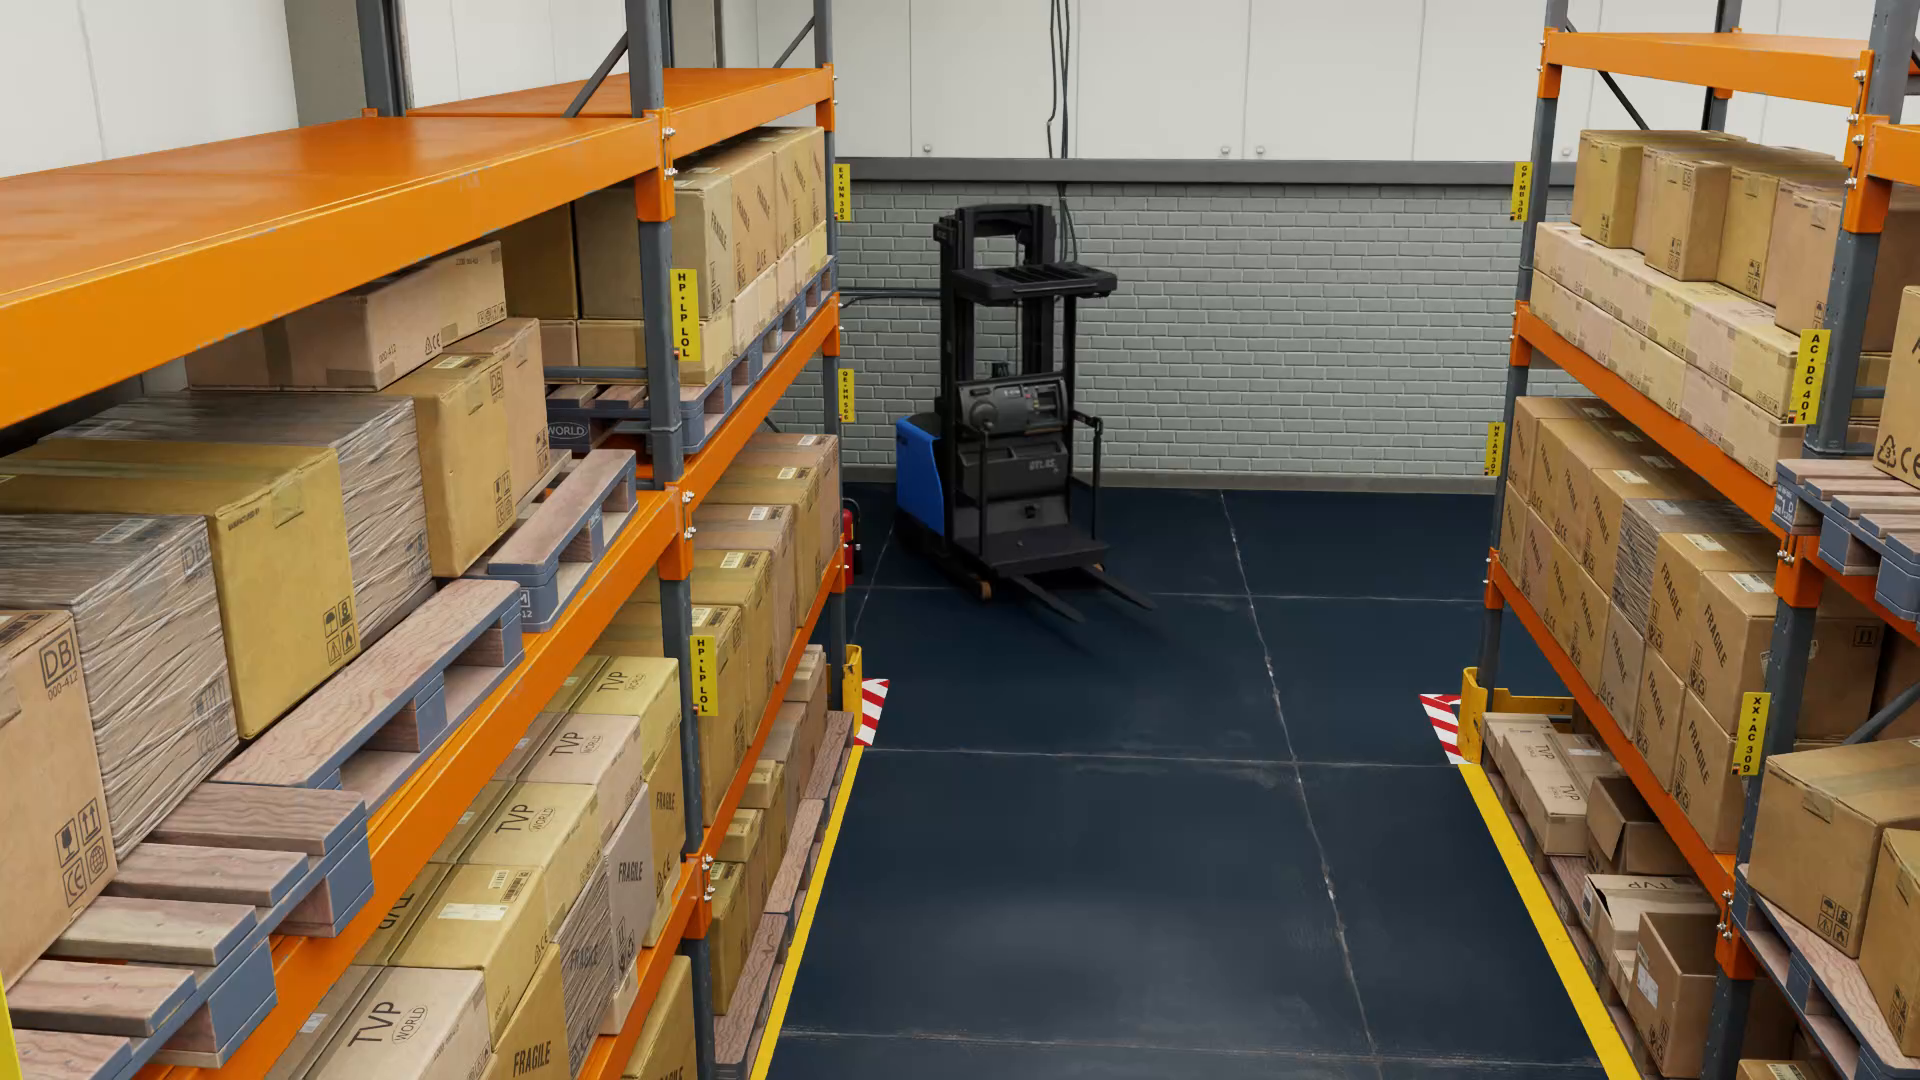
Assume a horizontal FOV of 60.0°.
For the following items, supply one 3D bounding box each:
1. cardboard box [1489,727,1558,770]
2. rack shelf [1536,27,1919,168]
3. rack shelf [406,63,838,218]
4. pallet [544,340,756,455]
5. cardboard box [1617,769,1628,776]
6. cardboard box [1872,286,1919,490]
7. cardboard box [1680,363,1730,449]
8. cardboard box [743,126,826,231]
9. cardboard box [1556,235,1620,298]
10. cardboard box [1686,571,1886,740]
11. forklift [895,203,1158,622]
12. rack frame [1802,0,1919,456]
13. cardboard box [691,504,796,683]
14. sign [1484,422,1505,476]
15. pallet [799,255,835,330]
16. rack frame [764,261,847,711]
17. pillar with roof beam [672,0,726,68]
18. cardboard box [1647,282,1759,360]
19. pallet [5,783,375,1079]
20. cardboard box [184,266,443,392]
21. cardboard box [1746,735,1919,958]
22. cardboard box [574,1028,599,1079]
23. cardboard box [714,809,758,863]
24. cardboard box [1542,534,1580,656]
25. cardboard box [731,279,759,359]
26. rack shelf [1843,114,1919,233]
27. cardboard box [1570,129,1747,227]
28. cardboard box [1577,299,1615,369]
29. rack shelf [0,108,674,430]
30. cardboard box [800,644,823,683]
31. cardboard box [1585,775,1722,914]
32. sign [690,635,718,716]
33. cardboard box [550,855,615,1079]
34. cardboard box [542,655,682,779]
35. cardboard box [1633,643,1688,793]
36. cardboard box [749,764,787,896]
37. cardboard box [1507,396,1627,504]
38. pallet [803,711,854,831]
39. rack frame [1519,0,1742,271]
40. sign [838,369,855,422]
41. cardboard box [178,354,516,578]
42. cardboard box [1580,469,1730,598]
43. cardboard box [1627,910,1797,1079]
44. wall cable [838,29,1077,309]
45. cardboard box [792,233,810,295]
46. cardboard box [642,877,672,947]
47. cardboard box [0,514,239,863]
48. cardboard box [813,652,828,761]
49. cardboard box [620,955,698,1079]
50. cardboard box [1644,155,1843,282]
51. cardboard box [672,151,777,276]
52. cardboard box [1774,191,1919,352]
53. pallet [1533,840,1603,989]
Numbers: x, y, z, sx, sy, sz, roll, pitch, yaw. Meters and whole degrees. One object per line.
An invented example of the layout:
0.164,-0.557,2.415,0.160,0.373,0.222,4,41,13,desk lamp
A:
3.322,1.223,9.716,0.380,0.166,0.250,1,18,4,cardboard box
3.570,-2.000,7.236,1.077,0.370,4.000,1,18,4,rack shelf
-1.371,-1.921,7.632,1.077,0.370,4.000,1,18,4,rack shelf
-1.446,-0.618,6.818,1.003,0.211,1.213,1,18,4,pallet
3.822,1.452,8.883,0.500,0.250,0.500,1,18,4,cardboard box
3.317,-0.437,5.126,0.600,0.600,0.600,0,18,-1,cardboard box
3.242,-0.538,6.671,0.500,0.250,0.500,1,18,4,cardboard box
-1.008,-1.948,8.934,0.500,0.500,0.500,1,18,4,cardboard box
3.374,-1.397,8.489,0.500,0.250,0.500,1,18,4,cardboard box
3.204,0.443,6.488,0.500,0.500,0.500,1,18,4,cardboard box
0.514,-1.066,12.970,1.130,2.935,3.031,-8,20,-23,forklift
3.426,-1.722,5.228,1.000,3.000,0.127,1,18,4,rack frame
-1.360,0.256,8.344,0.980,0.700,0.700,0,18,1,cardboard box
3.172,-0.537,9.855,0.100,0.325,0.005,1,18,4,sign
-1.271,-1.376,9.130,1.003,0.211,1.213,1,18,4,pallet
-1.228,-0.223,10.287,1.000,3.000,0.127,1,18,4,rack frame
2.397,-3.836,11.678,9.100,9.000,0.400,1,18,4,pillar with roof beam
3.268,-0.931,7.067,0.500,0.250,0.500,1,18,4,cardboard box
-1.808,0.724,2.881,1.213,0.211,1.003,2,18,6,pallet
-1.733,-0.577,4.479,0.500,0.250,0.500,1,18,2,cardboard box
3.169,1.023,5.647,0.700,0.500,0.500,-5,19,-15,cardboard box
-1.359,1.556,5.227,0.380,0.149,0.250,1,18,4,cardboard box
-1.152,1.367,7.733,0.380,0.149,0.250,2,18,6,cardboard box
3.348,0.287,8.570,0.500,0.500,0.500,1,18,4,cardboard box
-1.152,-0.949,7.090,0.500,0.250,0.500,1,18,3,cardboard box
3.283,-0.569,3.507,1.077,0.370,4.000,1,18,4,rack shelf
3.693,-1.902,8.827,0.700,0.500,0.500,1,18,4,cardboard box
3.340,-1.004,8.093,0.500,0.250,0.500,1,18,4,cardboard box
-1.658,-0.679,3.840,1.077,0.370,4.000,1,18,4,rack shelf
-1.006,0.720,9.706,0.380,0.149,0.250,1,18,3,cardboard box
3.556,1.522,8.263,0.797,0.503,0.637,1,18,4,cardboard box
-0.973,0.515,6.300,0.100,0.325,0.005,1,18,4,sign
-1.368,1.284,5.016,0.500,0.500,0.500,1,18,4,cardboard box
-1.293,0.615,5.854,0.500,0.250,0.500,2,18,5,cardboard box
3.242,0.760,7.127,0.500,0.500,0.500,2,18,5,cardboard box
-1.281,1.462,8.484,0.700,0.500,0.500,2,18,5,cardboard box
3.418,-0.505,9.380,0.500,0.500,0.500,2,18,6,cardboard box
-1.207,1.352,9.958,1.003,0.211,1.213,1,18,4,pallet
3.713,-2.965,9.019,1.000,3.000,0.127,1,18,4,rack frame
-0.688,-0.870,10.020,0.100,0.325,0.005,1,18,4,sign
-1.663,-0.218,4.586,0.700,0.500,0.500,1,18,3,cardboard box
3.312,-0.029,7.928,0.500,0.500,0.500,1,18,3,cardboard box
3.184,1.924,7.042,0.500,0.500,0.500,1,18,4,cardboard box
-0.466,-3.347,15.173,3.097,2.526,0.112,1,18,4,wall cable
-1.052,-1.430,8.557,0.500,0.250,0.500,1,18,2,cardboard box
-1.251,1.319,5.951,0.380,0.149,0.250,2,18,5,cardboard box
-1.839,0.262,3.123,0.700,0.500,0.500,0,18,1,cardboard box
-1.179,0.985,9.941,0.700,0.500,0.500,1,18,4,cardboard box
-1.432,2.046,6.140,0.750,0.750,0.750,1,18,5,cardboard box
3.514,-1.438,7.410,0.700,0.500,0.500,1,18,4,cardboard box
-1.123,-1.467,7.467,0.500,0.500,0.500,1,18,4,cardboard box
3.423,-0.972,5.987,0.700,0.500,0.500,1,18,4,cardboard box
3.561,1.860,8.407,1.003,0.211,1.213,1,18,4,pallet
